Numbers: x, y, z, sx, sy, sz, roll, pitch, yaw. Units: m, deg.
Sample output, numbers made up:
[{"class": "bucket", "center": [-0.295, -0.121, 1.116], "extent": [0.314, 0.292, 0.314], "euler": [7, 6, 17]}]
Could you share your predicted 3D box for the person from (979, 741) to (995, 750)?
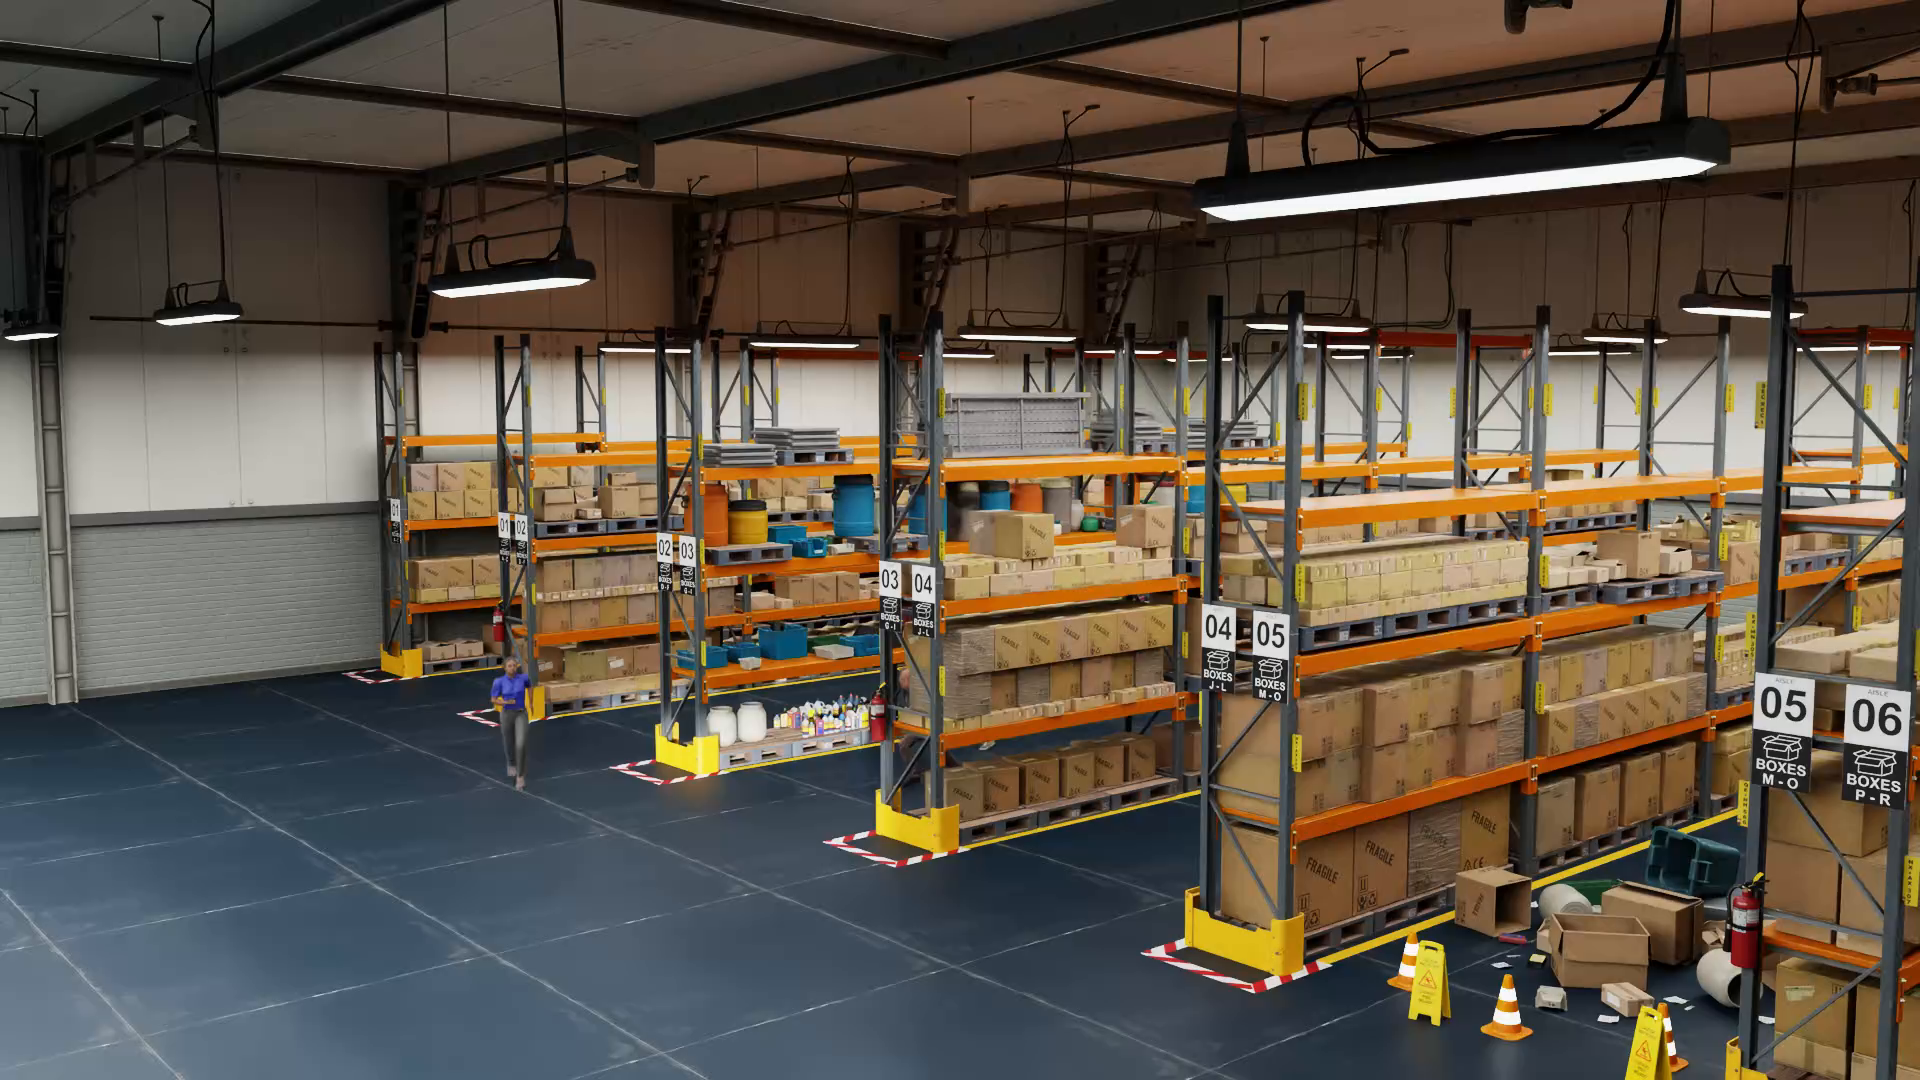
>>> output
[{"class": "person", "center": [0.501, 2.275, 24.039], "extent": [0.538, 1.454, 0.974], "euler": [4, 6, 35]}]

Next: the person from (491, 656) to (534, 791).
[{"class": "person", "center": [-5.838, 2.349, 21.712], "extent": [0.533, 1.694, 0.845], "euler": [-1, 5, -14]}]

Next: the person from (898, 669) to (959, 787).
[{"class": "person", "center": [-0.407, 2.405, 21.599], "extent": [1.066, 1.554, 0.669], "euler": [-4, 7, -37]}]
